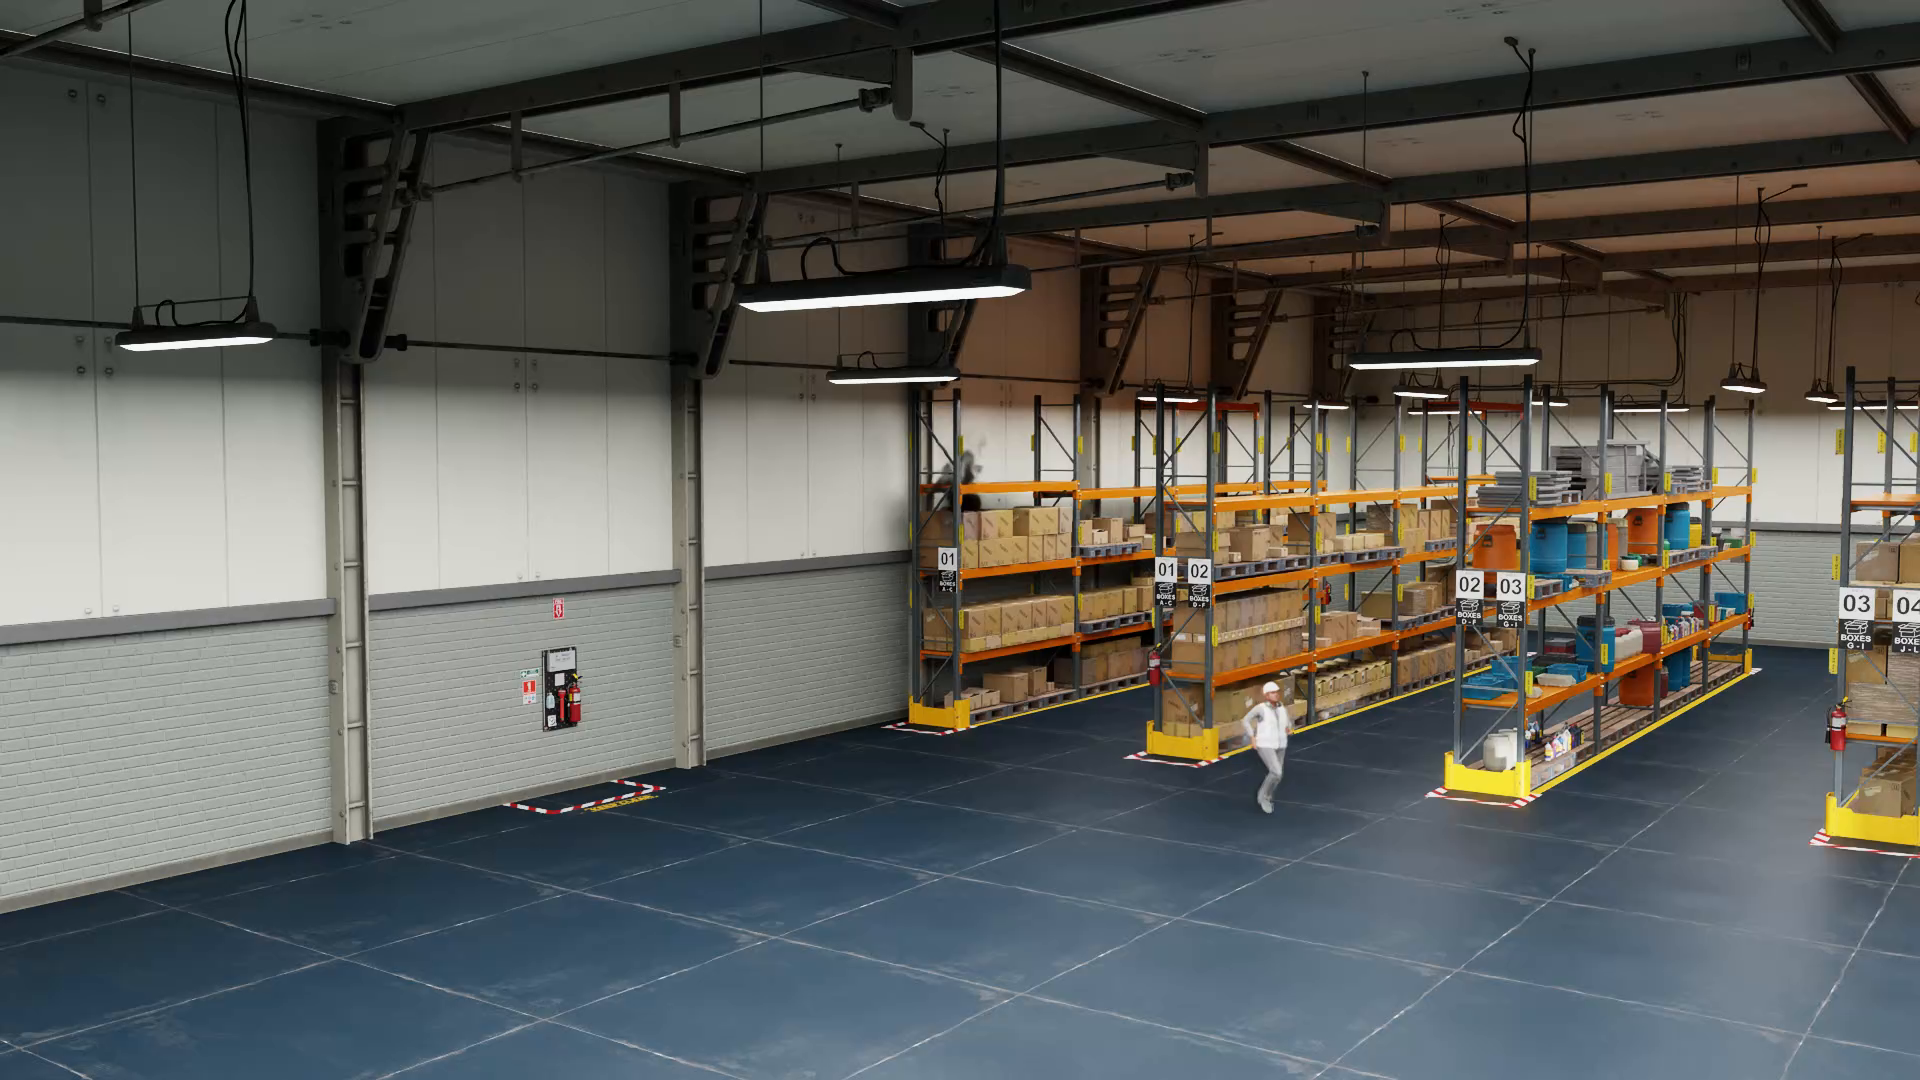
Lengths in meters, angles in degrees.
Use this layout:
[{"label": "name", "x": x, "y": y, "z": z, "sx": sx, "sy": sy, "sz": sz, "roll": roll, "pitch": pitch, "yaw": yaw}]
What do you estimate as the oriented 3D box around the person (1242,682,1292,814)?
[{"label": "person", "x": 4.252, "y": 2.828, "z": 22.653, "sx": 0.630, "sy": 1.777, "sz": 0.703, "roll": -2, "pitch": 4, "yaw": -30}]
